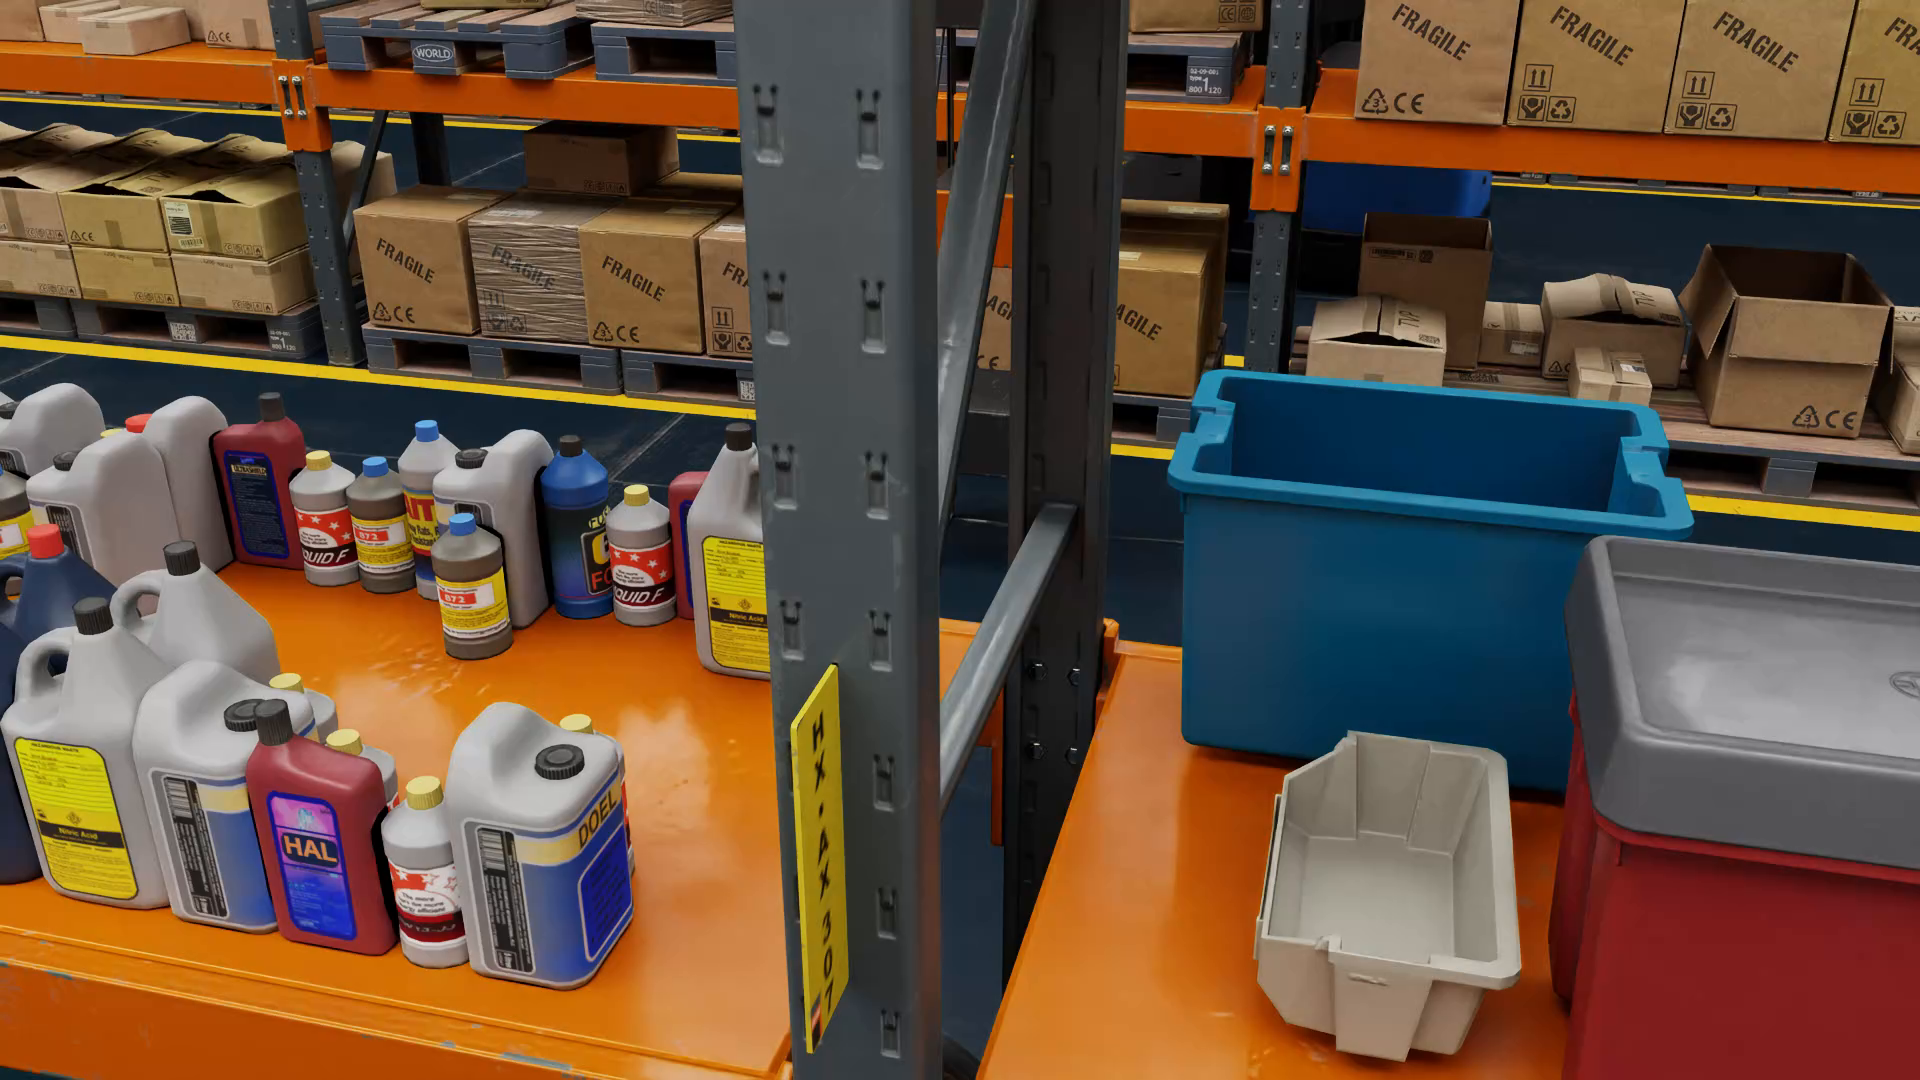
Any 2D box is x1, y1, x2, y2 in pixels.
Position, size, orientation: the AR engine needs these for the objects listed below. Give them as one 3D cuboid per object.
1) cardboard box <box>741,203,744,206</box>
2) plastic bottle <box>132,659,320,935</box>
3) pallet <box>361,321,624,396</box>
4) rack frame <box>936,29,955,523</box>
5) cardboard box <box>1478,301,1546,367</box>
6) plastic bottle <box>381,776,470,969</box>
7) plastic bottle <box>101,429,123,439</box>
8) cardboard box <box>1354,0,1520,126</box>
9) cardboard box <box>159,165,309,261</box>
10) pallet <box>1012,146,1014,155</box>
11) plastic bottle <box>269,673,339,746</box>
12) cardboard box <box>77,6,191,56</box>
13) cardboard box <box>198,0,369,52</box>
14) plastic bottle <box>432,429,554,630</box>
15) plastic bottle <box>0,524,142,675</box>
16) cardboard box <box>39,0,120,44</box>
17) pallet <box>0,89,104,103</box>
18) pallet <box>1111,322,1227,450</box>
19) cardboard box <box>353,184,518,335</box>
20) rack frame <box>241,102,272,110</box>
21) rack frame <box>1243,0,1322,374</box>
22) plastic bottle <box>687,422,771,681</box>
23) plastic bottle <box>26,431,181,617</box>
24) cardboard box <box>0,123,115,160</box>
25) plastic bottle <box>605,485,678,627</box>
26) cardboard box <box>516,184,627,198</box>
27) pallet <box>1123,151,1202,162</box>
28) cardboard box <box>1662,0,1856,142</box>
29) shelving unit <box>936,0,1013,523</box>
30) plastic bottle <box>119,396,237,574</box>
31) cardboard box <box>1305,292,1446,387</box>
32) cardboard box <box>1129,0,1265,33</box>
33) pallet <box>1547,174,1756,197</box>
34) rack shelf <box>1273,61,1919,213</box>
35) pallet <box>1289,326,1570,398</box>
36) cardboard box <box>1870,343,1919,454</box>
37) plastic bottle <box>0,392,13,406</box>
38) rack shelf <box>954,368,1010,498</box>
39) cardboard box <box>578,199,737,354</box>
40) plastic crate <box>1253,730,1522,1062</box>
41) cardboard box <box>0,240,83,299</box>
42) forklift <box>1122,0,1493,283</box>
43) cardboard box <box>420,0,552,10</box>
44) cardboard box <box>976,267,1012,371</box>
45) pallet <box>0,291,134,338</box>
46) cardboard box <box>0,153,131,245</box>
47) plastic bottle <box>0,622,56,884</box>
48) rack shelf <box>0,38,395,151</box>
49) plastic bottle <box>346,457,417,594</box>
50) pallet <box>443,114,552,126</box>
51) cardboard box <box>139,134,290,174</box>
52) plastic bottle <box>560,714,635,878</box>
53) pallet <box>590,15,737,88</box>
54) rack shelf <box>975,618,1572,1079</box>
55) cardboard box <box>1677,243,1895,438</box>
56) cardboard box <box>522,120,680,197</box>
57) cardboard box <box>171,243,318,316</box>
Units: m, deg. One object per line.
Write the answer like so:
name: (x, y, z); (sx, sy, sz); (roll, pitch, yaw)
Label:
cardboard box: (-0.637, -1.285, 7.355); (0.500, 0.500, 0.500); (5, 26, 11)
plastic bottle: (-0.791, 0.273, 1.831); (0.135, 0.276, 0.152); (6, 26, 13)
pallet: (-1.898, -0.972, 7.545); (1.213, 0.211, 1.003); (6, 26, 13)
rack frame: (-0.076, -0.956, 5.316); (0.015, 2.100, 0.400); (6, 26, 13)
cardboard box: (2.262, -0.851, 6.854); (0.250, 0.149, 0.380); (6, 26, 13)
plastic bottle: (-0.557, 0.345, 1.767); (0.097, 0.201, 0.097); (0, 25, 0)
plastic bottle: (-1.331, -0.078, 2.655); (0.097, 0.201, 0.097); (0, 25, 0)
cardboard box: (1.688, -1.775, 5.873); (0.500, 0.500, 0.500); (7, 26, 14)
cardboard box: (-3.181, -1.481, 7.429); (0.500, 0.311, 0.500); (7, 26, 14)
pallet: (0.541, -2.883, 11.559); (1.213, 0.211, 1.003); (6, 26, 13)
plastic bottle: (-0.778, 0.253, 1.961); (0.097, 0.201, 0.097); (0, 25, 0)
cardboard box: (-3.552, -2.194, 7.161); (0.250, 0.149, 0.380); (6, 26, 13)
cardboard box: (-2.953, -2.343, 7.286); (0.500, 0.311, 0.500); (8, 27, 16)
plastic bottle: (-0.683, -0.028, 2.463); (0.135, 0.276, 0.152); (6, 26, 13)
plastic bottle: (-1.090, 0.144, 2.015); (0.185, 0.351, 0.144); (6, 26, 13)
cardboard box: (-3.861, -2.326, 7.438); (0.250, 0.149, 0.380); (8, 27, 17)
pallet: (-7.100, -3.745, 13.371); (1.213, 0.211, 1.003); (6, 26, 13)
pallet: (0.465, -0.710, 6.997); (1.213, 0.211, 1.003); (6, 26, 13)
cardboard box: (-2.242, -1.229, 7.237); (0.500, 0.500, 0.500); (7, 26, 15)
rack frame: (-5.256, -4.817, 12.379); (0.127, 3.000, 1.000); (6, 26, 13)
rack frame: (1.262, -1.898, 6.247); (0.127, 3.000, 1.000); (6, 26, 13)
plastic bottle: (-0.275, 0.009, 2.299); (0.185, 0.351, 0.144); (6, 26, 13)
plastic bottle: (-1.263, -0.024, 2.456); (0.135, 0.276, 0.152); (6, 26, 13)
cardboard box: (-4.548, -1.869, 8.244); (0.500, 0.311, 0.500); (6, 26, 12)
plastic bottle: (-0.470, 0.018, 2.455); (0.097, 0.201, 0.097); (0, 25, 0)
cardboard box: (-1.648, -1.394, 7.584); (0.500, 0.500, 0.500); (7, 26, 15)
pallet: (1.726, -2.753, 11.287); (1.213, 0.211, 1.003); (6, 26, 13)
cardboard box: (2.668, -1.667, 5.646); (0.500, 0.500, 0.500); (6, 26, 13)
shelving unit: (0.160, -0.930, 5.261); (0.503, 2.100, 0.431); (6, 26, 13)
plastic bottle: (-1.226, -0.088, 2.589); (0.135, 0.276, 0.152); (6, 26, 13)
cardboard box: (1.615, -0.748, 6.447); (0.500, 0.311, 0.500); (6, 26, 13)
cardboard box: (0.859, -2.277, 6.438); (0.500, 0.500, 0.700); (-2, 26, -5)
pallet: (4.394, -2.458, 10.667); (1.213, 0.211, 1.003); (6, 26, 13)
rack shelf: (3.199, -1.359, 5.952); (4.000, 0.370, 1.077); (6, 26, 13)
pallet: (1.927, -0.565, 6.691); (1.213, 0.211, 1.003); (6, 26, 13)
cardboard box: (3.635, -0.497, 5.991); (0.500, 0.250, 0.500); (6, 26, 13)
plastic bottle: (-1.556, -0.134, 2.692); (0.097, 0.271, 0.097); (0, 25, 0)
rack shelf: (0.160, -0.286, 5.568); (0.480, 0.518, 0.431); (6, 26, 13)
cardboard box: (-1.249, -1.119, 7.007); (0.500, 0.500, 0.500); (6, 26, 12)
plastic crate: (0.440, 0.365, 1.731); (0.243, 0.136, 0.396); (6, 26, 13)
cardboard box: (-4.169, -1.338, 7.781); (0.500, 0.250, 0.500); (7, 26, 14)
forklift: (1.255, -2.936, 8.508); (3.031, 2.935, 1.130); (11, 28, 22)
cardboard box: (-1.974, -2.541, 6.992); (0.500, 0.500, 0.700); (-2, 26, -5)
cardboard box: (0.236, -0.958, 6.669); (0.500, 0.500, 0.500); (6, 26, 13)
pallet: (-4.577, -1.303, 8.241); (1.213, 0.211, 1.003); (6, 26, 13)
cardboard box: (-4.174, -1.589, 7.656); (0.500, 0.311, 0.500); (6, 26, 13)
plastic bottle: (-1.126, 0.204, 1.889); (0.185, 0.351, 0.144); (6, 26, 13)
rack shelf: (-4.549, -2.216, 7.751); (4.000, 0.370, 1.077); (6, 26, 13)
plastic bottle: (-0.883, -0.028, 2.551); (0.097, 0.201, 0.097); (0, 25, 0)
pallet: (-3.316, -3.346, 12.532); (1.213, 0.211, 1.003); (6, 26, 13)
cardboard box: (-3.557, -1.759, 8.012); (0.500, 0.311, 0.500); (6, 26, 12)
plastic bottle: (-0.425, 0.292, 1.879); (0.097, 0.201, 0.097); (0, 25, 0)
pallet: (-0.727, -2.033, 6.755); (1.213, 0.211, 1.003); (6, 26, 13)
rack shelf: (1.962, 0.703, 1.622); (4.000, 0.370, 1.077); (6, 26, 13)
cardboard box: (3.083, -0.771, 6.271); (0.637, 0.503, 0.797); (6, 26, 13)
cardboard box: (-1.592, -1.728, 7.414); (0.500, 0.250, 0.500); (7, 26, 15)
cardboard box: (-3.182, -1.229, 7.552); (0.500, 0.250, 0.500); (7, 26, 14)
